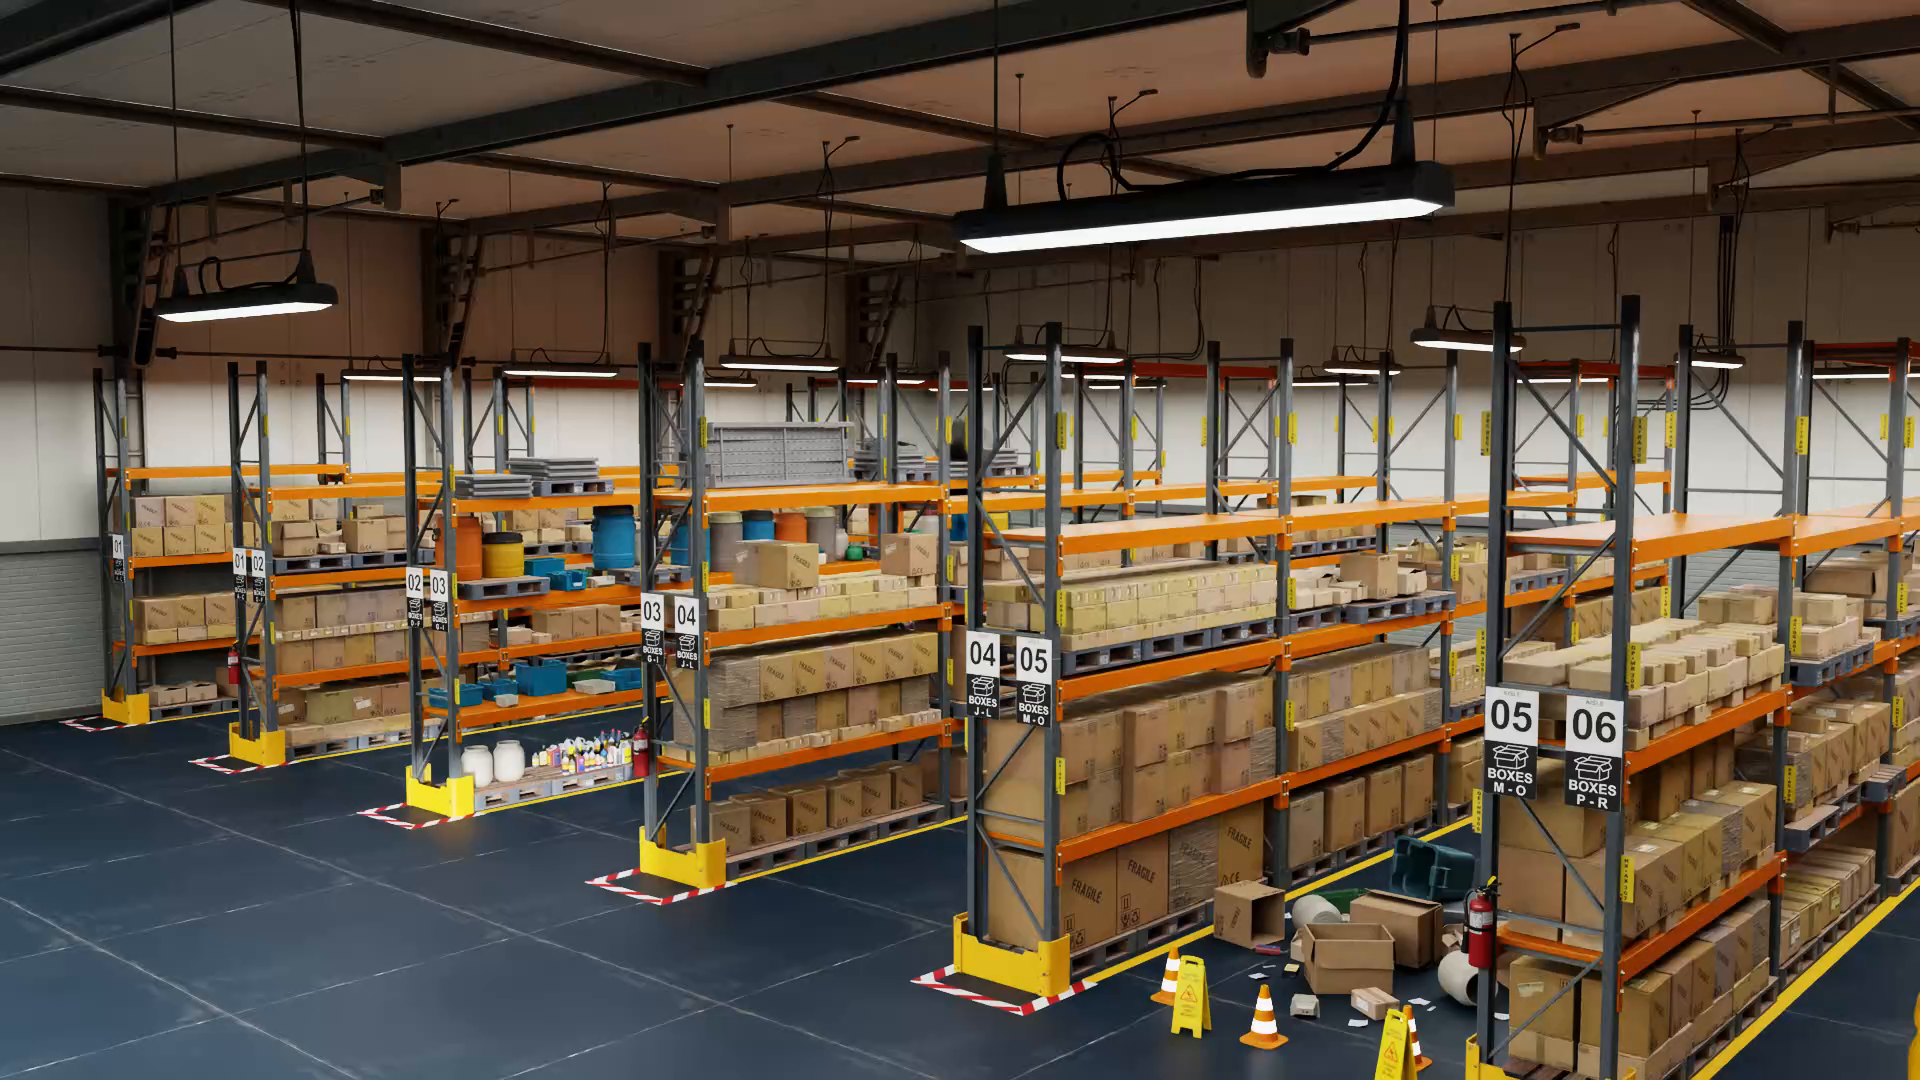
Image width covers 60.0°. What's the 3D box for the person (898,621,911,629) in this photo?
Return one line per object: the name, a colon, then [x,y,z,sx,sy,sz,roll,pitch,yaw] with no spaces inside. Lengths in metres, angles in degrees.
person: [-1.138,1.592,33.015,0.695,1.844,0.756,3,5,32]
